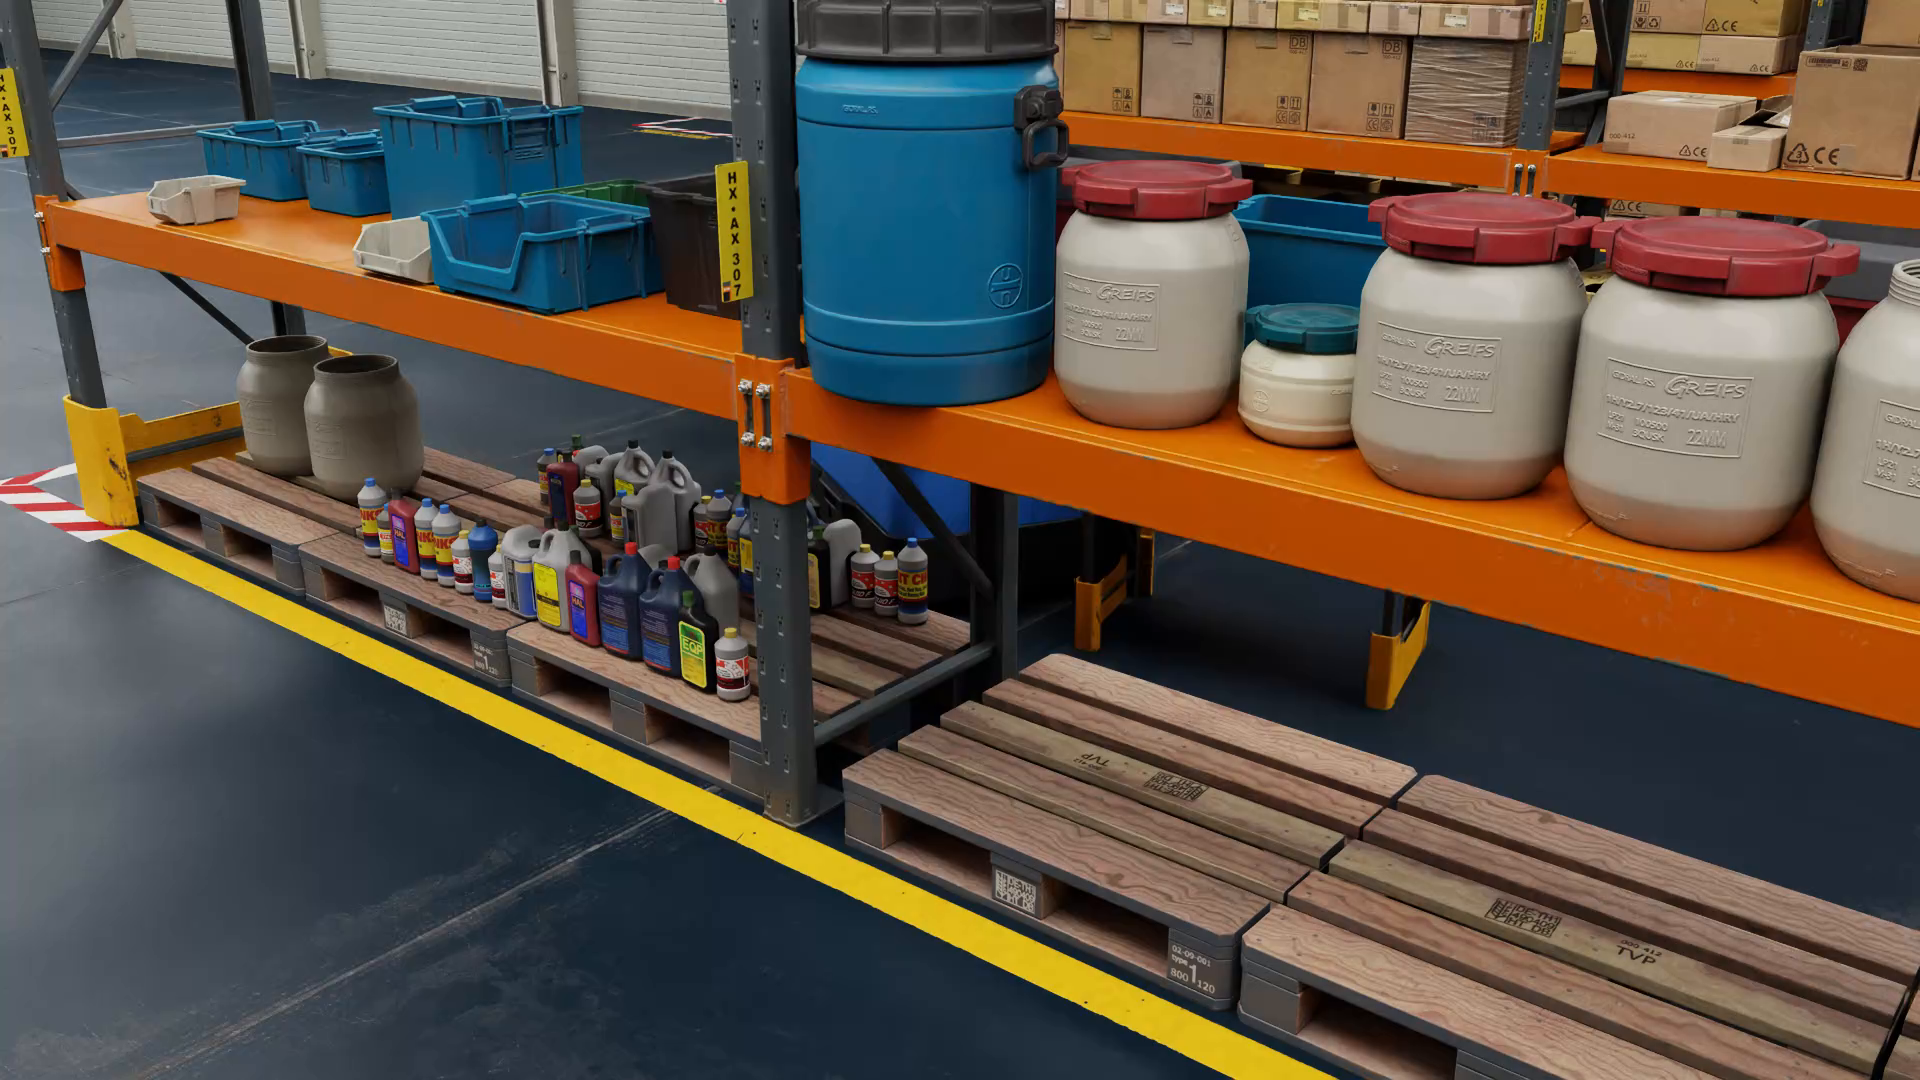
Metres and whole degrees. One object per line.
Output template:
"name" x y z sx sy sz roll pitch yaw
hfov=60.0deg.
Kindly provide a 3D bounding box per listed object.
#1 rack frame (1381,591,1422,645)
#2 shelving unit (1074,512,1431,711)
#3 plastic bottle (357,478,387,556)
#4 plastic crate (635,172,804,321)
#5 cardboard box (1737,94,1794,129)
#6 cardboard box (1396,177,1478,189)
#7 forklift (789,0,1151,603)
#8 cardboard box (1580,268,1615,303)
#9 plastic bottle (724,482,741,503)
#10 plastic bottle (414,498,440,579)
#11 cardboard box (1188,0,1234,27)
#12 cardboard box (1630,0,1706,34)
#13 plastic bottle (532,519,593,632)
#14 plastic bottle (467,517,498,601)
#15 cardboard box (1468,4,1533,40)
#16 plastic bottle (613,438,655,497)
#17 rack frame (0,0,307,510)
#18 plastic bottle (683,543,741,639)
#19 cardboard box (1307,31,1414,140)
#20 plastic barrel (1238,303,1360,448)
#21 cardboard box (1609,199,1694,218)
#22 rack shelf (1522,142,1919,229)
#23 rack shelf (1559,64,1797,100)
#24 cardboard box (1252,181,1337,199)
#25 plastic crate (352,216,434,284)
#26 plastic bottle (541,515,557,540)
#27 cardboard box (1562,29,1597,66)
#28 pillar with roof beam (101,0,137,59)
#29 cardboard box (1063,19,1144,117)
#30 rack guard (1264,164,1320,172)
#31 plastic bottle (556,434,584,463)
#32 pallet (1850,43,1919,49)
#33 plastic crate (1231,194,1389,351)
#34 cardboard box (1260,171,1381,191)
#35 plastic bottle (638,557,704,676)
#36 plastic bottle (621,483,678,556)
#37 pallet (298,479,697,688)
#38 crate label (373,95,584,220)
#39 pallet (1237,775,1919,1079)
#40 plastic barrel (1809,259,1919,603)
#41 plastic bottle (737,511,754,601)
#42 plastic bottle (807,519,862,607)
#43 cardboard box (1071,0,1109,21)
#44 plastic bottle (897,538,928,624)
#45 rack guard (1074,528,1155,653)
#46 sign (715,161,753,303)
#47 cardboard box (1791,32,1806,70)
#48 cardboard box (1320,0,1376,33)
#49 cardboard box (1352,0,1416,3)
"rack frame" 1.444 -0.261 5.233 0.032 1.500 0.500 10 23 24
"shelving unit" 0.996 -0.338 5.439 1.083 1.500 0.587 10 23 24
"plastic bottle" -2.074 -0.086 5.890 0.097 0.271 0.097 0 21 0
"plastic crate" -0.507 -0.877 4.831 0.504 0.338 0.767 16 26 36
"cardboard box" 3.750 -1.899 7.643 0.258 0.266 0.396 15 26 35
"cardboard box" 3.904 -2.997 13.551 0.500 0.311 0.500 19 28 41
"forklift" -0.286 -1.632 6.841 1.130 2.935 3.031 -8 22 -20
"cardboard box" 3.115 -1.120 7.893 0.500 0.311 0.500 16 26 36
"plastic bottle" -0.793 -0.073 5.837 0.133 0.283 0.061 18 27 39
"plastic bottle" -1.808 -0.010 5.687 0.097 0.271 0.097 0 21 0
"cardboard box" 1.416 -2.802 8.787 0.250 0.149 0.380 17 27 38
"cardboard box" 5.130 -3.883 11.837 0.500 0.500 0.500 16 26 36
"plastic bottle" -1.262 0.099 5.284 0.185 0.351 0.144 16 26 36
"plastic bottle" -1.574 0.058 5.508 0.097 0.271 0.097 0 21 0
"cardboard box" 2.607 -2.460 7.880 0.250 0.149 0.380 16 26 36
"plastic bottle" -1.165 -0.193 6.059 0.185 0.351 0.144 17 27 38
"rack frame" -3.281 -1.647 6.784 0.127 3.000 1.000 16 26 36
"plastic bottle" -0.772 0.175 5.084 0.185 0.351 0.144 16 26 36
"cardboard box" 2.192 -2.368 8.554 0.500 0.500 0.700 16 26 36
"plastic barrel" 0.746 -0.353 3.548 0.301 0.262 0.301 0 21 0
"cardboard box" 5.253 -2.720 12.548 0.500 0.500 0.500 14 25 32
"rack shelf" 4.502 -1.325 6.950 4.000 0.370 1.077 16 26 36
"rack shelf" 4.532 -3.572 12.910 4.000 0.370 1.077 16 26 36
"cardboard box" 1.685 -1.637 8.998 0.500 0.500 0.500 16 26 36
"plastic crate" -1.600 -0.924 5.241 0.437 0.136 0.530 16 26 36
"plastic bottle" -1.319 0.064 5.473 0.133 0.283 0.061 16 26 36
"cardboard box" 4.743 -3.646 12.270 0.500 0.250 0.500 16 26 36
"pillar with roof beam" -17.243 -11.420 24.199 0.400 9.000 9.100 16 26 36
"cardboard box" 0.998 -2.711 9.465 0.500 0.500 0.700 16 26 37
"rack guard" 3.042 -3.169 14.362 0.348 0.500 1.175 16 26 36
"plastic bottle" -1.479 -0.271 6.361 0.133 0.283 0.061 17 26 38
"pallet" 6.582 -3.163 11.076 1.213 0.211 1.003 16 26 36
"plastic crate" 0.869 -0.586 3.994 0.575 0.384 0.392 16 26 36
"cardboard box" 2.017 -1.781 9.378 0.500 0.500 0.500 16 26 36
"plastic bottle" -0.863 0.214 4.980 0.185 0.351 0.144 15 25 35
"plastic bottle" -1.095 -0.070 5.840 0.135 0.276 0.152 16 26 36
"pallet" -1.626 0.117 6.059 1.213 0.211 1.003 16 26 36
"crate label" -1.684 -1.327 5.885 0.616 0.435 0.502 16 26 36
"pallet" 1.400 0.987 3.752 1.213 0.211 1.003 16 26 36
"plastic barrel" 1.658 -0.180 2.735 0.421 0.512 0.421 0 21 0
"plastic bottle" -0.636 0.025 5.481 0.185 0.351 0.144 16 26 36
"plastic bottle" -0.420 0.059 5.499 0.135 0.276 0.152 17 27 38
"cardboard box" 0.822 -2.974 9.243 0.250 0.149 0.380 15 25 35
"plastic bottle" -0.152 0.125 5.328 0.097 0.271 0.097 0 21 0
"rack guard" 0.549 0.169 5.865 0.087 0.250 0.587 10 23 24
"sign" -0.539 -0.736 3.977 0.005 0.325 0.100 16 26 36
"cardboard box" 5.853 -3.565 12.056 0.500 0.250 0.500 16 26 37
"cardboard box" 2.008 -2.632 8.335 0.250 0.149 0.380 16 26 36
"cardboard box" 2.213 -2.971 8.316 0.500 0.500 0.700 16 26 36
